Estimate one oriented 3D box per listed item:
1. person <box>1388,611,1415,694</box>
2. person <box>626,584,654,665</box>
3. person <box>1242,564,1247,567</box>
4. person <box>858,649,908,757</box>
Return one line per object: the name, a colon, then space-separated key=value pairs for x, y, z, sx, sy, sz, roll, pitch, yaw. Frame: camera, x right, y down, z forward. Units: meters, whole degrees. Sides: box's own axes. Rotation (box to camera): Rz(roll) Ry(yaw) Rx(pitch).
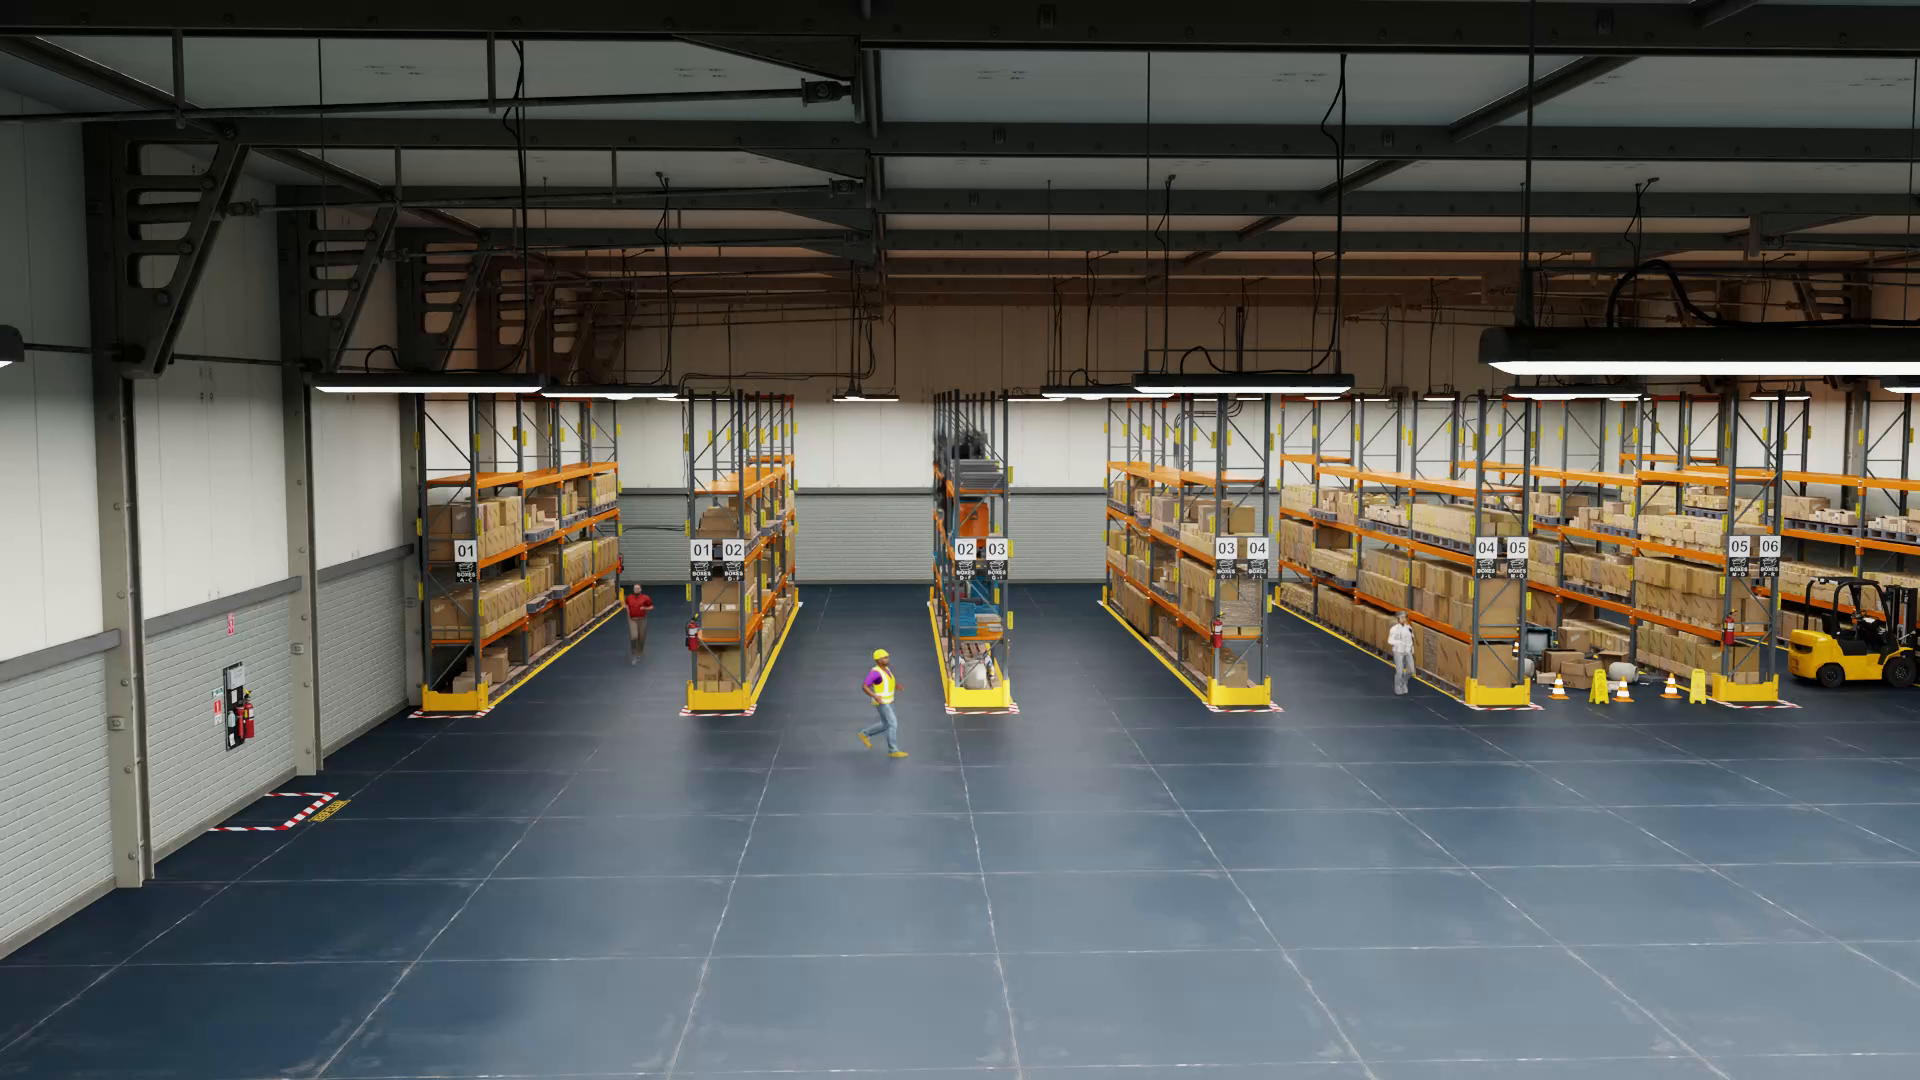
person: x=8.728 y=2.219 z=32.665 sx=0.599 sy=1.666 sz=0.577 roll=-1 pitch=5 yaw=-9
person: x=-7.115 y=1.868 z=36.931 sx=0.629 sy=1.803 sz=0.811 roll=-1 pitch=5 yaw=-8
person: x=7.978 y=1.166 z=45.713 sx=0.571 sy=1.699 sz=0.877 roll=0 pitch=5 yaw=6
person: x=-1.267 y=2.646 z=27.035 sx=0.901 sy=1.744 sz=0.714 roll=2 pitch=5 yaw=19
